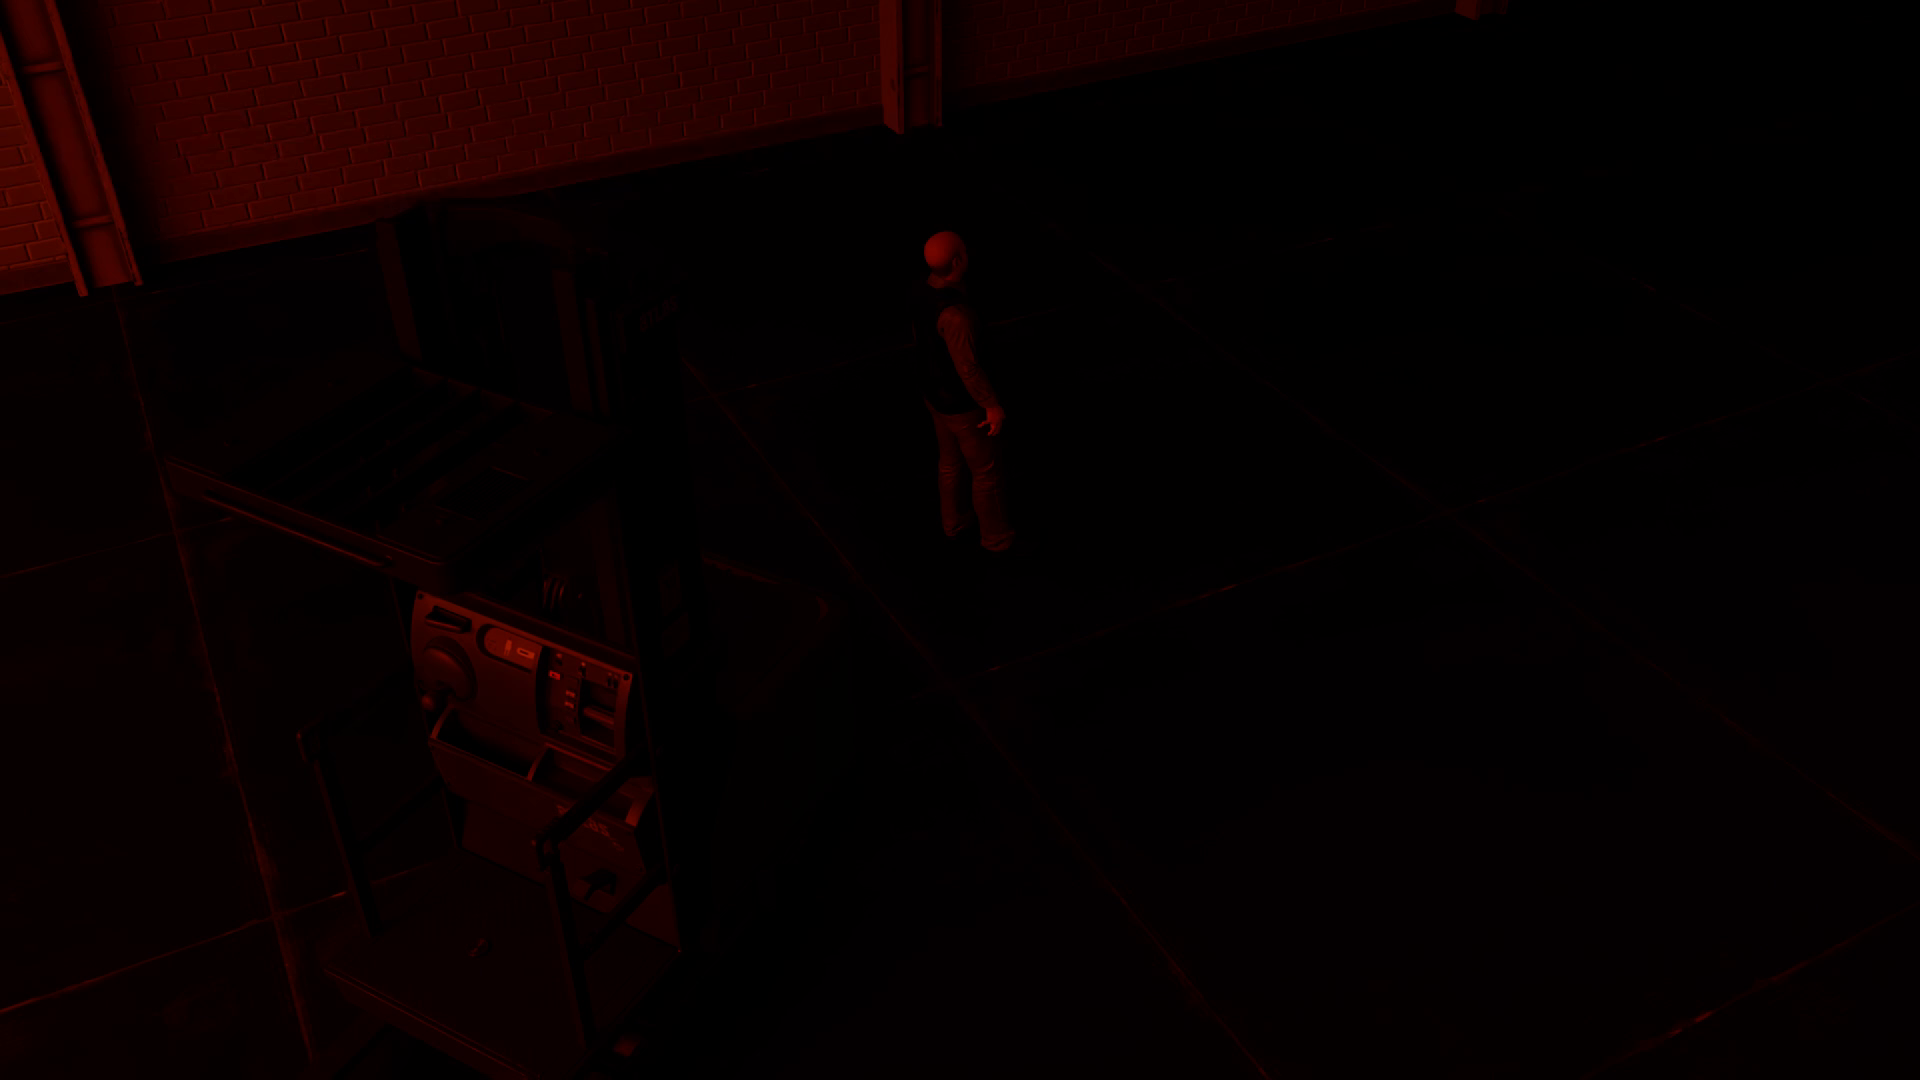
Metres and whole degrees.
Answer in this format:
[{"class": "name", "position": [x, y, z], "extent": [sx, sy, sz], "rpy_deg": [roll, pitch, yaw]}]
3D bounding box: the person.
[{"class": "person", "position": [0.059, -0.723, 8.180], "extent": [0.566, 1.722, 0.634], "rpy_deg": [-17, 39, -23]}]

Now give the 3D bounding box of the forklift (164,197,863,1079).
[{"class": "forklift", "position": [-1.566, 0.522, 5.384], "extent": [1.130, 2.935, 3.031], "rpy_deg": [18, 39, 23]}]
